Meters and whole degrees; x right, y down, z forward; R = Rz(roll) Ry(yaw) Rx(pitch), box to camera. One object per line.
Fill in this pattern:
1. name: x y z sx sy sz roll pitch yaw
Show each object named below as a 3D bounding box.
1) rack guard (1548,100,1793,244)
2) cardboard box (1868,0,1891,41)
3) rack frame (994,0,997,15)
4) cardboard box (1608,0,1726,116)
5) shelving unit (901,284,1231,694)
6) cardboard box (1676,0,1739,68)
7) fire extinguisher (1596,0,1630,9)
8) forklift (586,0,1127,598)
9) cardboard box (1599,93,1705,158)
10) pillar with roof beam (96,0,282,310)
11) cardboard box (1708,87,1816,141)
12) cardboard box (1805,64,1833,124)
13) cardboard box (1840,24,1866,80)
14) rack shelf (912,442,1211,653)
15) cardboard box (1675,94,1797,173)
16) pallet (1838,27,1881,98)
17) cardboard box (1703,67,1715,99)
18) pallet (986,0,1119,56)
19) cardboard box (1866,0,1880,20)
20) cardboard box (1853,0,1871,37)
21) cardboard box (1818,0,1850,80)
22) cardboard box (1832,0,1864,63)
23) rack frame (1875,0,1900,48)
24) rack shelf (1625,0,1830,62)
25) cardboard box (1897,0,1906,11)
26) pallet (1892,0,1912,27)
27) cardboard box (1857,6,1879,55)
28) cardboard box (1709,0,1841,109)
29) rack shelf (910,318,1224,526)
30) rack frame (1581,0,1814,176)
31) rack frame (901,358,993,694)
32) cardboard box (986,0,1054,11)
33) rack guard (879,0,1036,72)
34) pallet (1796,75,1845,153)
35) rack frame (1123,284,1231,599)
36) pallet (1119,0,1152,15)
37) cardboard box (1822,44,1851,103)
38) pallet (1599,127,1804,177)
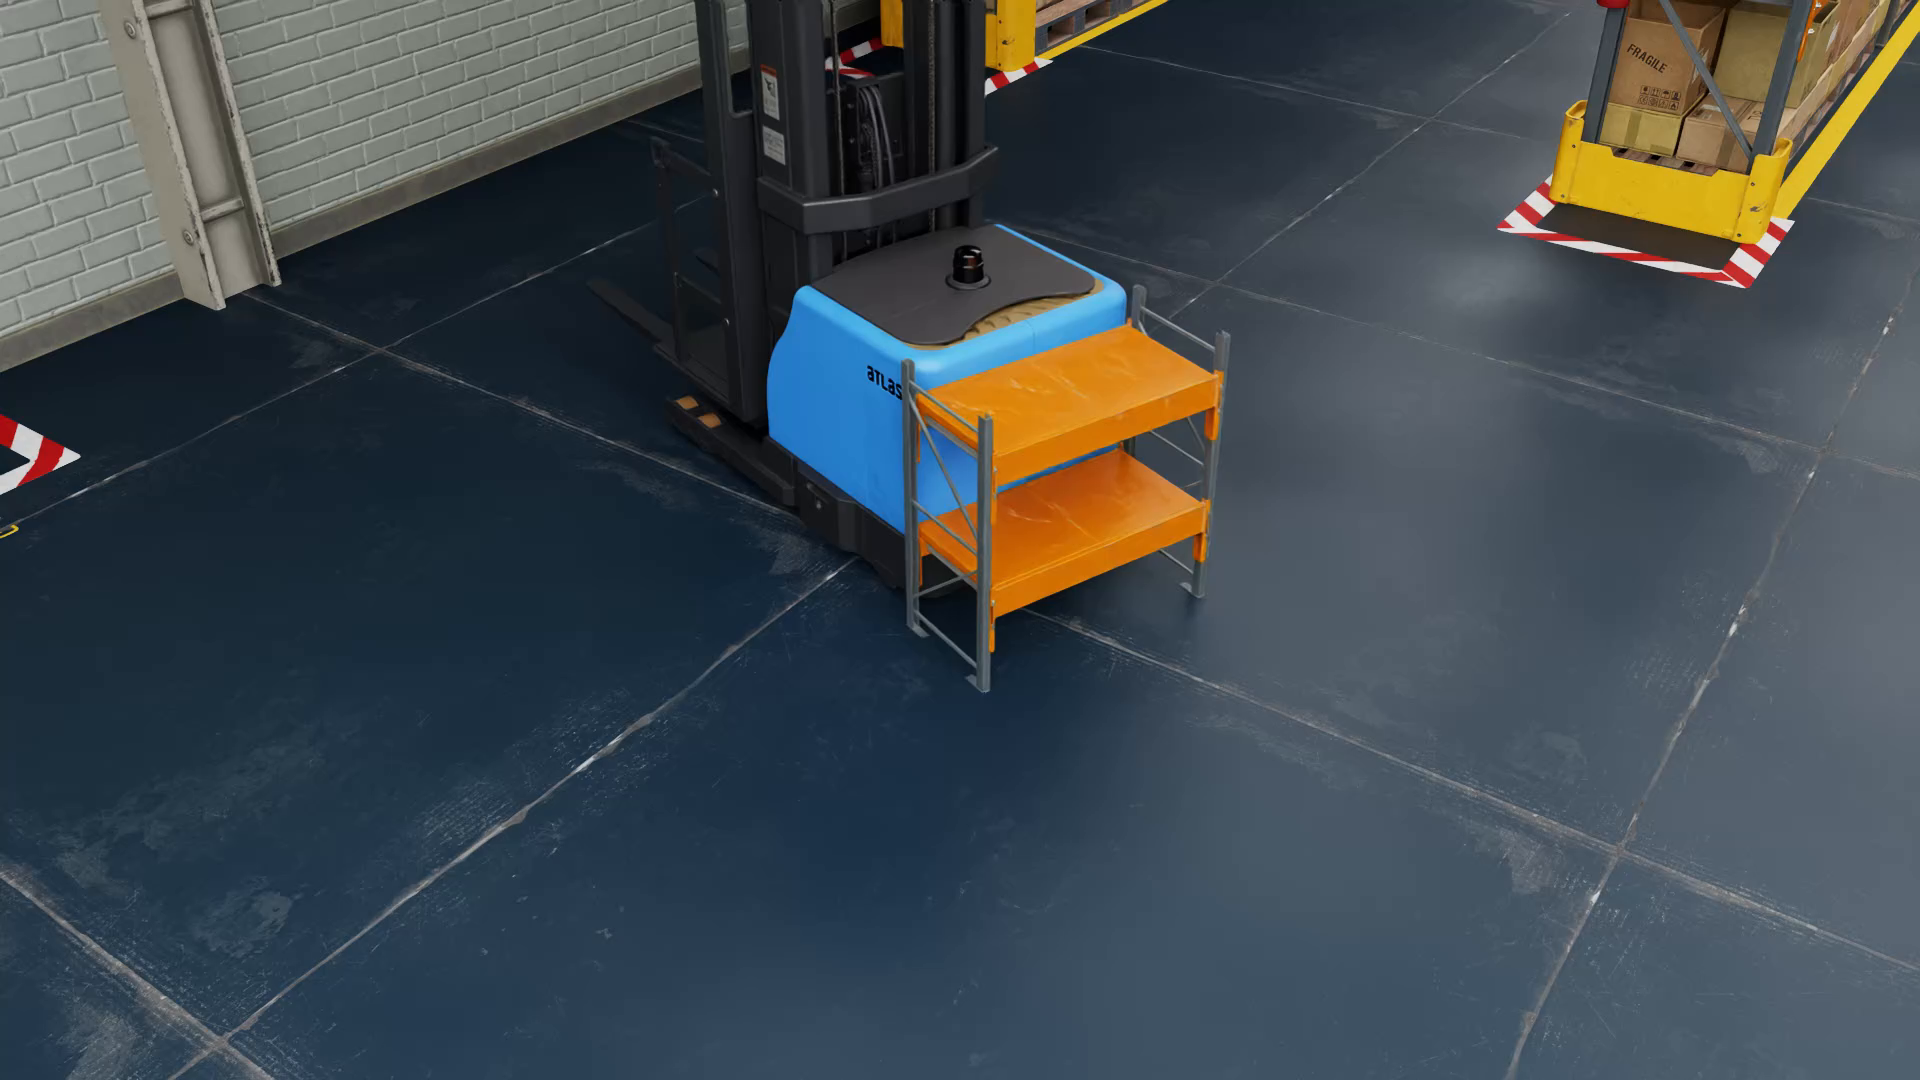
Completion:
1. rack guard: 3.989 -2.088 9.392 1.175 0.500 0.348 21 39 28
2. cardboard box: 6.198 -3.727 11.664 0.500 0.250 0.500 21 39 28
3. rack frame: -0.069 -4.715 11.045 1.000 3.000 0.127 21 39 28
4. cardboard box: 4.064 -2.822 9.656 0.500 0.500 0.500 21 39 28
5. shelving unit: 0.372 -0.197 6.037 1.048 1.125 0.538 -21 39 -28
6. cardboard box: 4.622 -3.287 10.343 0.500 0.500 0.500 21 39 28
7. fire extinguisher: 3.553 -3.197 8.869 0.296 0.674 0.183 21 39 28
8. forklift: -0.660 -1.758 6.733 1.130 2.935 3.031 -24 41 -31
9. cardboard box: 4.065 -2.511 9.865 0.500 0.250 0.500 21 39 28
10. pillar with roof beam: -0.265 -3.663 4.133 9.100 9.000 0.400 21 39 28
11. cardboard box: 4.773 -2.577 9.962 0.500 0.250 0.500 21 39 28
12. cardboard box: 5.058 -2.807 10.302 0.500 0.250 0.500 21 39 28
13. cardboard box: 5.632 -3.266 10.981 0.500 0.250 0.500 21 39 28
14. rack shelf: 0.372 0.006 6.173 1.000 0.278 0.538 -21 39 -28
15. cardboard box: 4.491 -2.346 9.620 0.500 0.250 0.500 21 39 28
16. pallet: 5.795 -3.468 11.690 1.003 0.211 1.213 21 39 28
17. cardboard box: 4.341 -2.745 10.211 0.500 0.250 0.500 21 39 28
18. pallet: 0.466 -3.958 12.414 1.003 0.211 1.213 21 39 28
19. cardboard box: 5.904 -3.812 11.119 0.500 0.500 0.500 21 39 28
20. cardboard box: 5.622 -3.580 10.777 0.500 0.500 0.500 21 39 28
21. cardboard box: 5.049 -3.121 10.098 0.500 0.500 0.500 21 39 28
22. cardboard box: 5.348 -3.346 10.430 0.500 0.500 0.500 21 39 28
23. rack frame: 6.283 -4.976 11.430 1.000 3.000 0.127 21 39 28
24. rack shelf: 5.143 -3.757 10.270 1.077 0.370 4.000 21 39 28
25. cardboard box: 6.717 -4.117 12.240 0.500 0.250 0.500 20 39 27
26. pallet: 6.671 -4.172 12.731 1.003 0.211 1.213 21 39 28
27. cardboard box: 5.905 -3.500 11.328 0.500 0.250 0.500 21 39 28
28. cardboard box: 4.774 -2.887 9.751 0.500 0.500 0.500 21 39 28
29. rack shelf: 0.372 -0.439 5.873 1.000 0.278 0.538 -21 39 -28
30. rack frame: 4.002 -3.135 8.708 1.000 3.000 0.127 21 39 28
31. rack frame: -0.047 -0.035 5.798 0.032 1.125 0.500 -21 39 -28
32. cardboard box: 0.399 -4.073 12.103 0.500 0.311 0.500 17 37 23
33. rack guard: -0.026 -3.715 11.797 1.175 0.500 0.348 21 39 28
34. pallet: 5.100 -2.904 10.856 1.003 0.211 1.213 21 39 28
35. rack frame: 0.790 -0.358 6.275 0.032 1.125 0.500 -21 39 -28
36. pallet: 1.163 -4.517 13.241 1.003 0.211 1.213 21 39 28
37. cardboard box: 5.348 -3.035 10.640 0.500 0.250 0.500 21 39 28
38. pallet: 4.404 -2.345 10.029 1.003 0.211 1.213 21 39 28
